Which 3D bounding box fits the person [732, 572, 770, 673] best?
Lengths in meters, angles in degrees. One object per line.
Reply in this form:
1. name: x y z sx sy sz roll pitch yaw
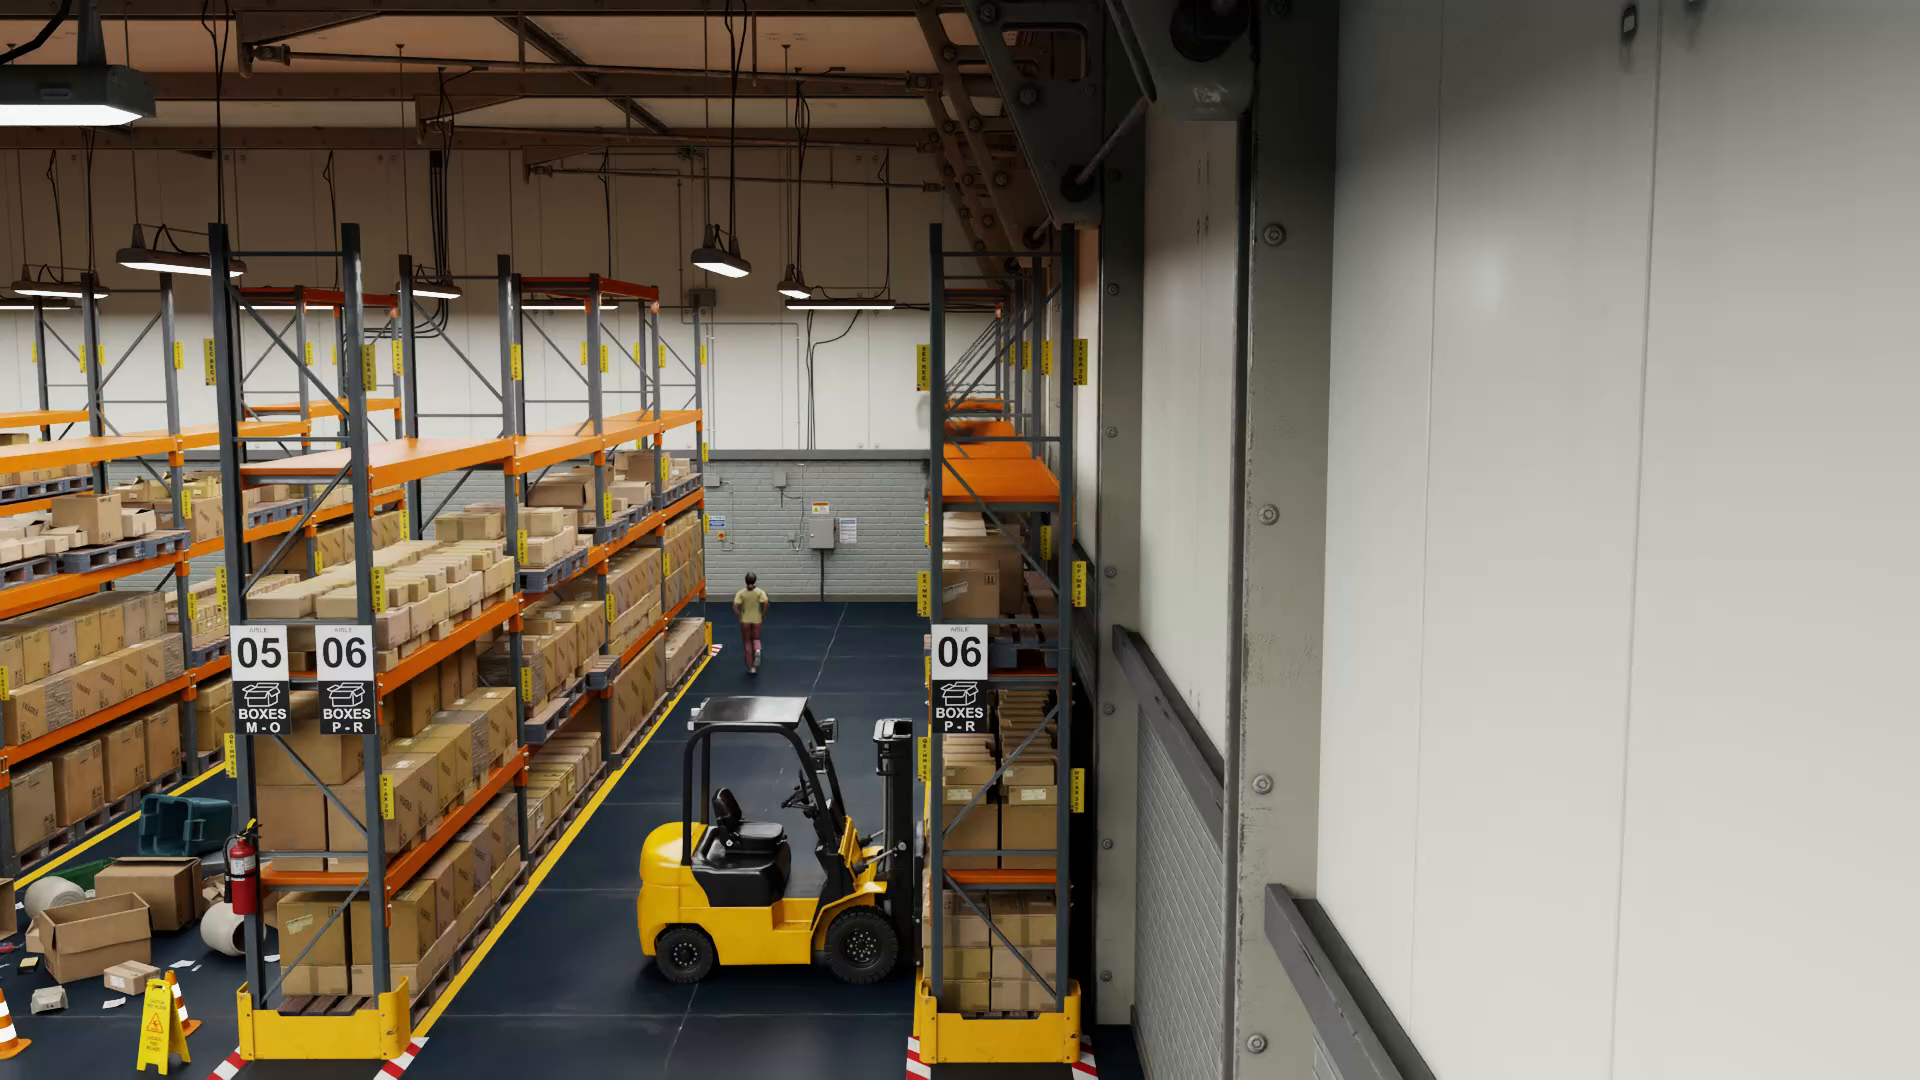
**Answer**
1. person: -3.292 1.311 26.214 0.581 1.626 0.565 -1 7 -11
